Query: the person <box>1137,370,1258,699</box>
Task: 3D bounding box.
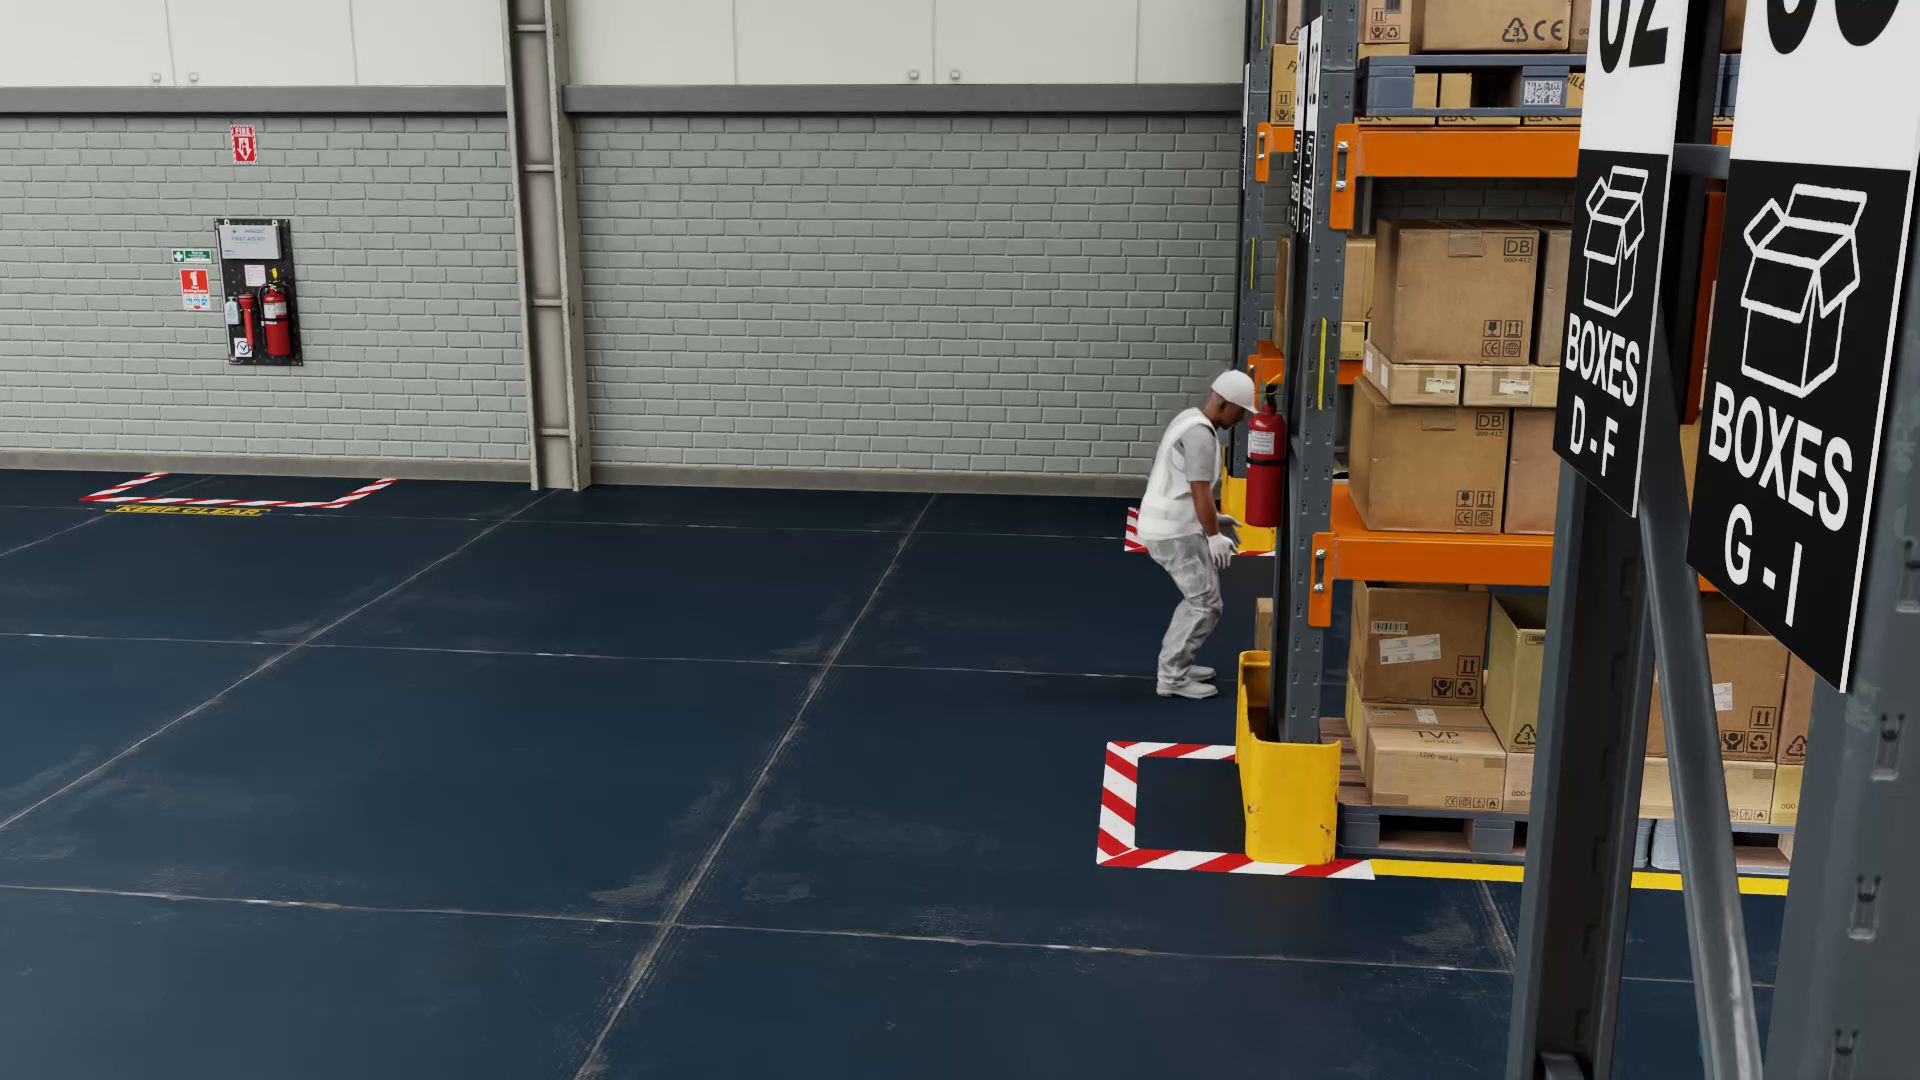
[{"bbox_3d":[1.190,-0.046,8.435,0.584,1.644,0.594,2,14,7],"label":"person"}]
